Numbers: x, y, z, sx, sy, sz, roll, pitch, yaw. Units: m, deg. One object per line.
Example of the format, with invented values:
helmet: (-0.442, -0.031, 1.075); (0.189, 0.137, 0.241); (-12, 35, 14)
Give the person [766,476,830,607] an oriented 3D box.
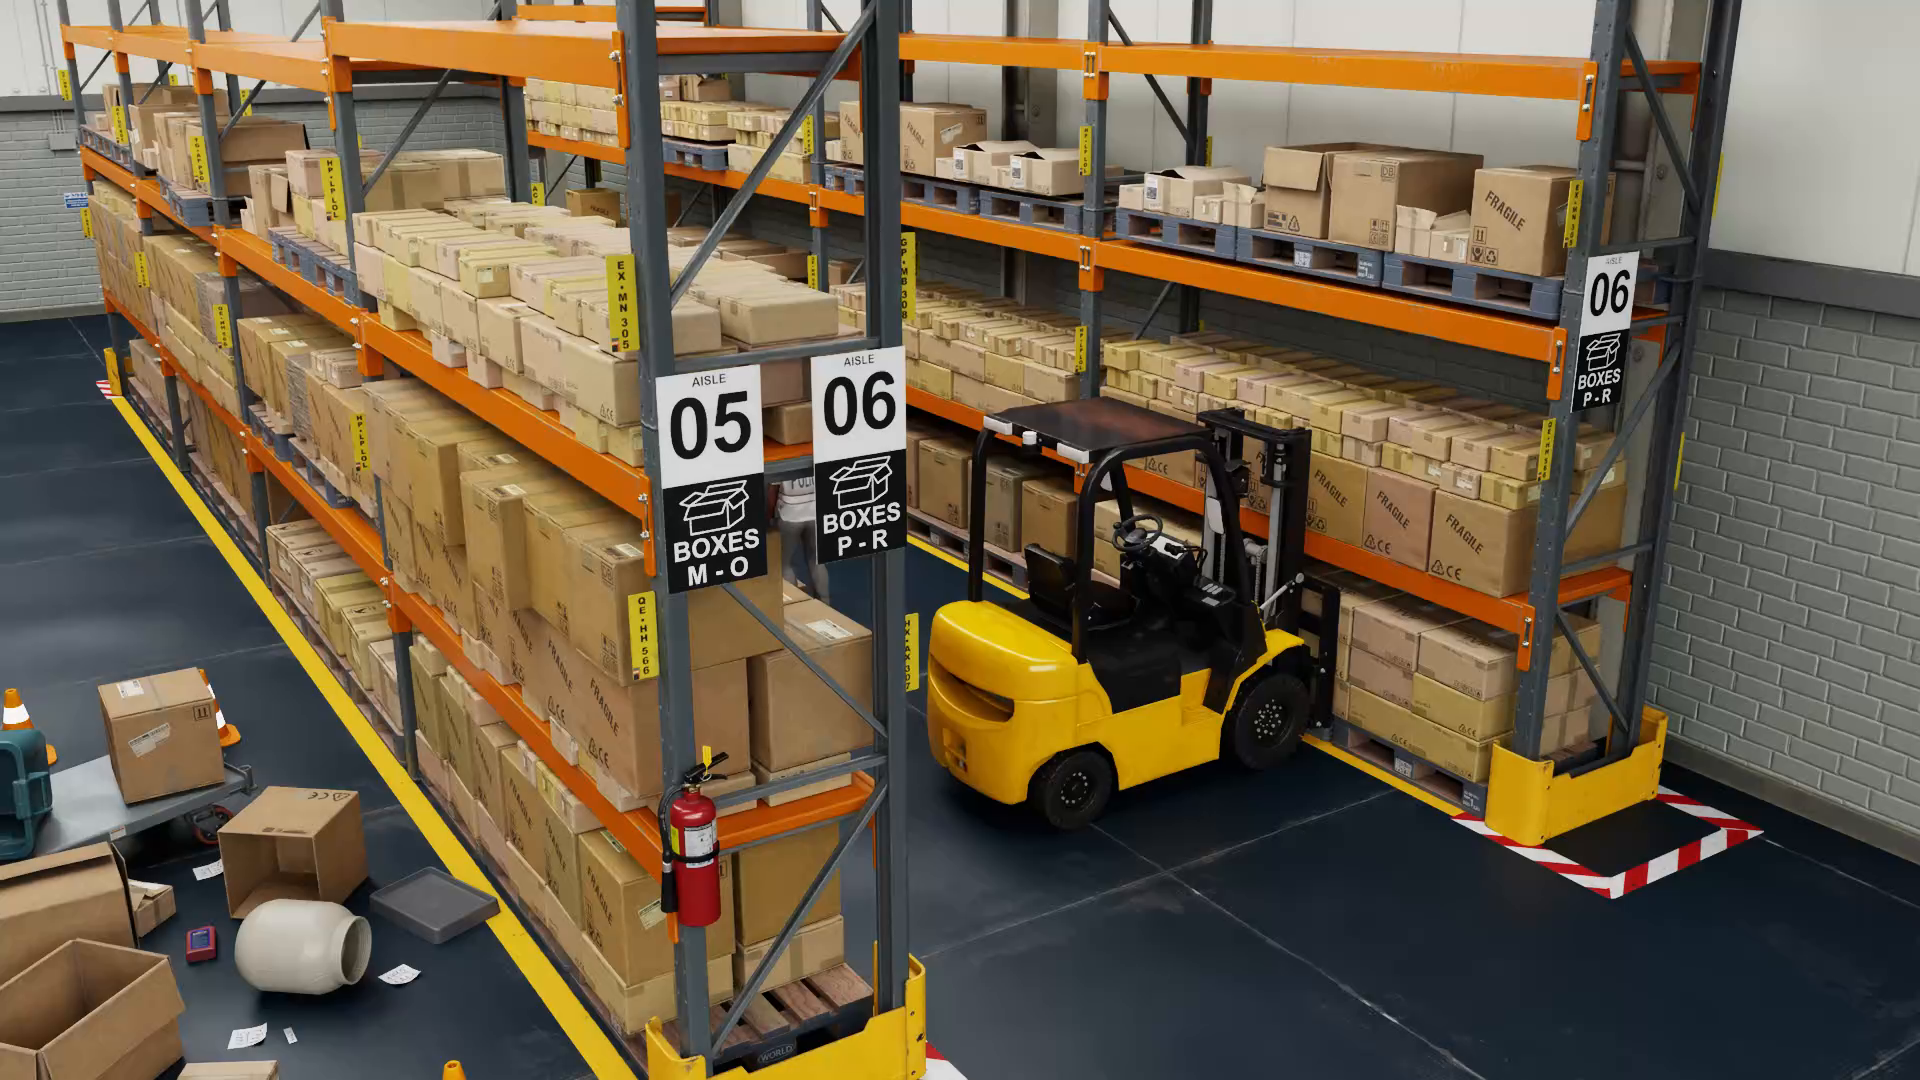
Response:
person: (-1.183, -0.168, 12.068); (0.523, 1.660, 0.418); (-12, 22, -33)
